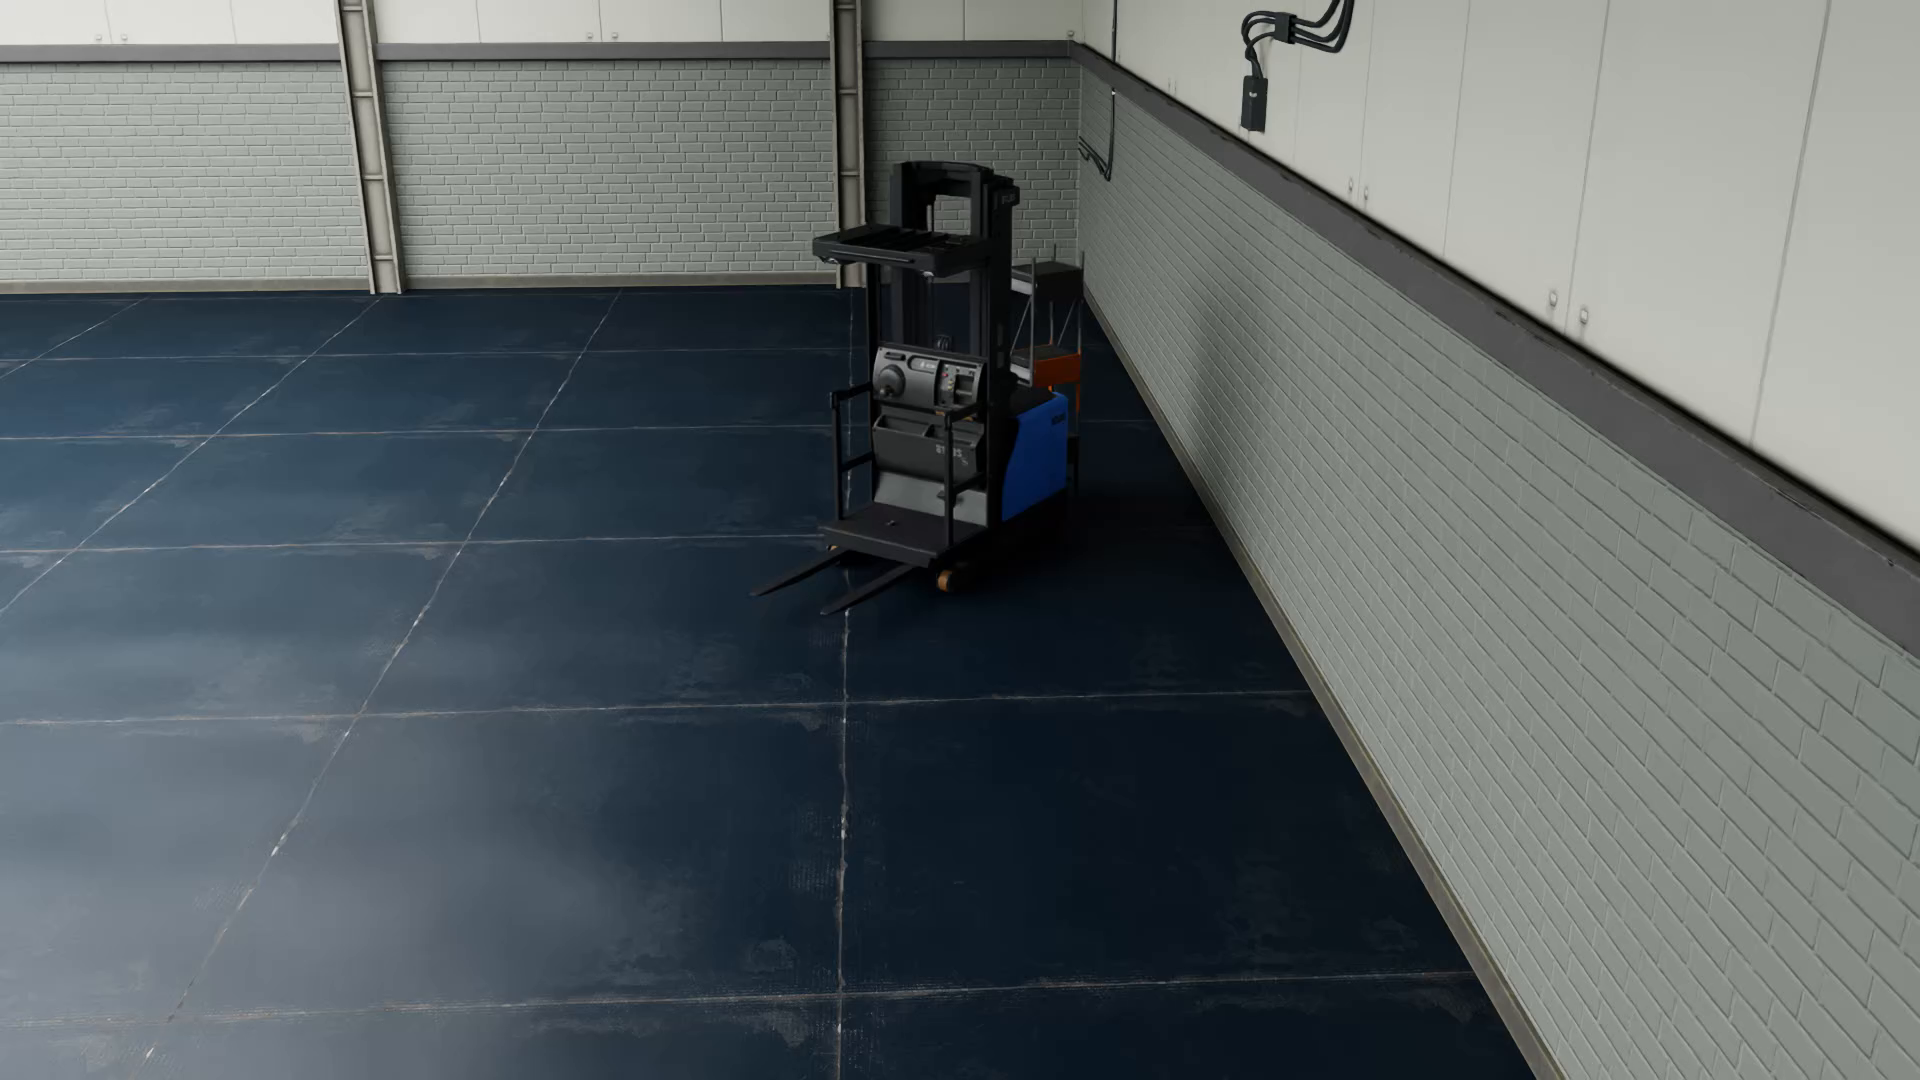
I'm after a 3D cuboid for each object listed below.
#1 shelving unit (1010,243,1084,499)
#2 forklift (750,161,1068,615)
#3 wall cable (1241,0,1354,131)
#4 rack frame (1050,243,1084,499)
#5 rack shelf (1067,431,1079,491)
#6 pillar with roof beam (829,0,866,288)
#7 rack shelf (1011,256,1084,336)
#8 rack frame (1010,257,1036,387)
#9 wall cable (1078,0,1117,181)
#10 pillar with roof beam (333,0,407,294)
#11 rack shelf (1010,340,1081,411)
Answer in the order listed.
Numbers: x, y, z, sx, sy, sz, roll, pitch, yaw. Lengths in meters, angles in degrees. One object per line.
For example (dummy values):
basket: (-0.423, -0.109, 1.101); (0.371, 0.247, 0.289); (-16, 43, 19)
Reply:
shelving unit: (0.674, -1.333, 13.672); (0.503, 2.100, 0.431); (-14, 25, -32)
forklift: (-0.352, -1.176, 12.091); (1.130, 2.935, 3.031); (13, 24, 30)
wall cable: (2.115, -5.367, 9.790); (0.169, 6.003, 2.305); (-1, 21, -3)
rack frame: (0.874, -1.383, 13.803); (0.015, 2.100, 0.400); (-14, 25, -32)
rack shelf: (0.674, -0.666, 13.926); (0.480, 0.518, 0.431); (-14, 25, -32)
pillar with roof beam: (-1.182, -6.031, 16.314); (0.400, 9.000, 9.100); (-1, 21, -3)
rack shelf: (0.674, -1.975, 13.428); (0.480, 0.518, 0.431); (-14, 25, -32)
rack frame: (0.474, -1.284, 13.541); (0.015, 2.100, 0.400); (-14, 25, -32)
wall cable: (1.589, -5.699, 19.806); (0.112, 2.526, 3.097); (-1, 21, -3)
pillar with roof beam: (-7.172, -5.909, 15.994); (0.400, 9.000, 9.100); (-1, 21, -3)
rack shelf: (0.674, -1.321, 13.677); (0.480, 0.518, 0.431); (-14, 25, -32)
